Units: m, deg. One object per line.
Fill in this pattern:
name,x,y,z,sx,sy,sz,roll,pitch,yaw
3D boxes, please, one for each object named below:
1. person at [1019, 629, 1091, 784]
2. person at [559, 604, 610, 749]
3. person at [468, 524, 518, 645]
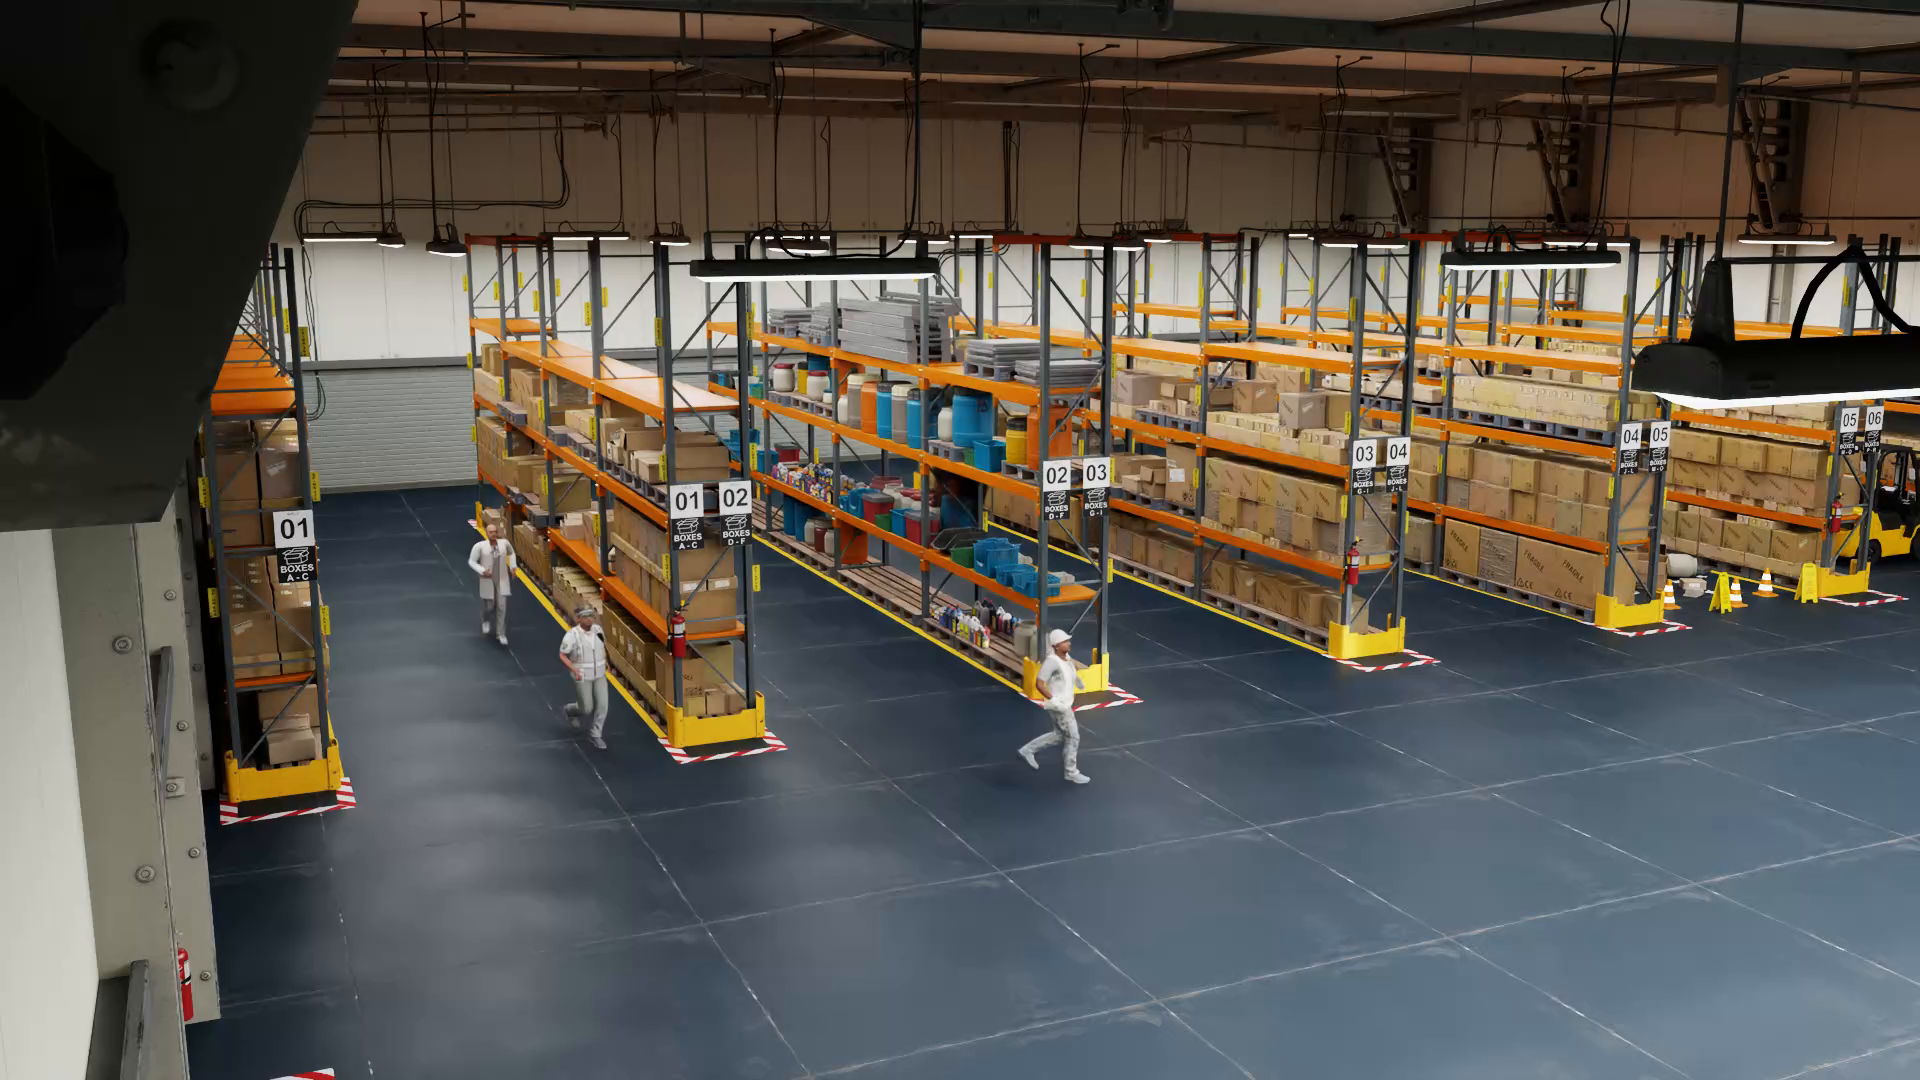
person,1.083,1.871,18.875,0.837,1.779,0.673,2,11,11
person,-4.541,1.623,20.248,0.663,1.761,0.733,-9,14,-39
person,-7.064,0.636,25.216,0.736,1.789,0.898,-6,12,-27
